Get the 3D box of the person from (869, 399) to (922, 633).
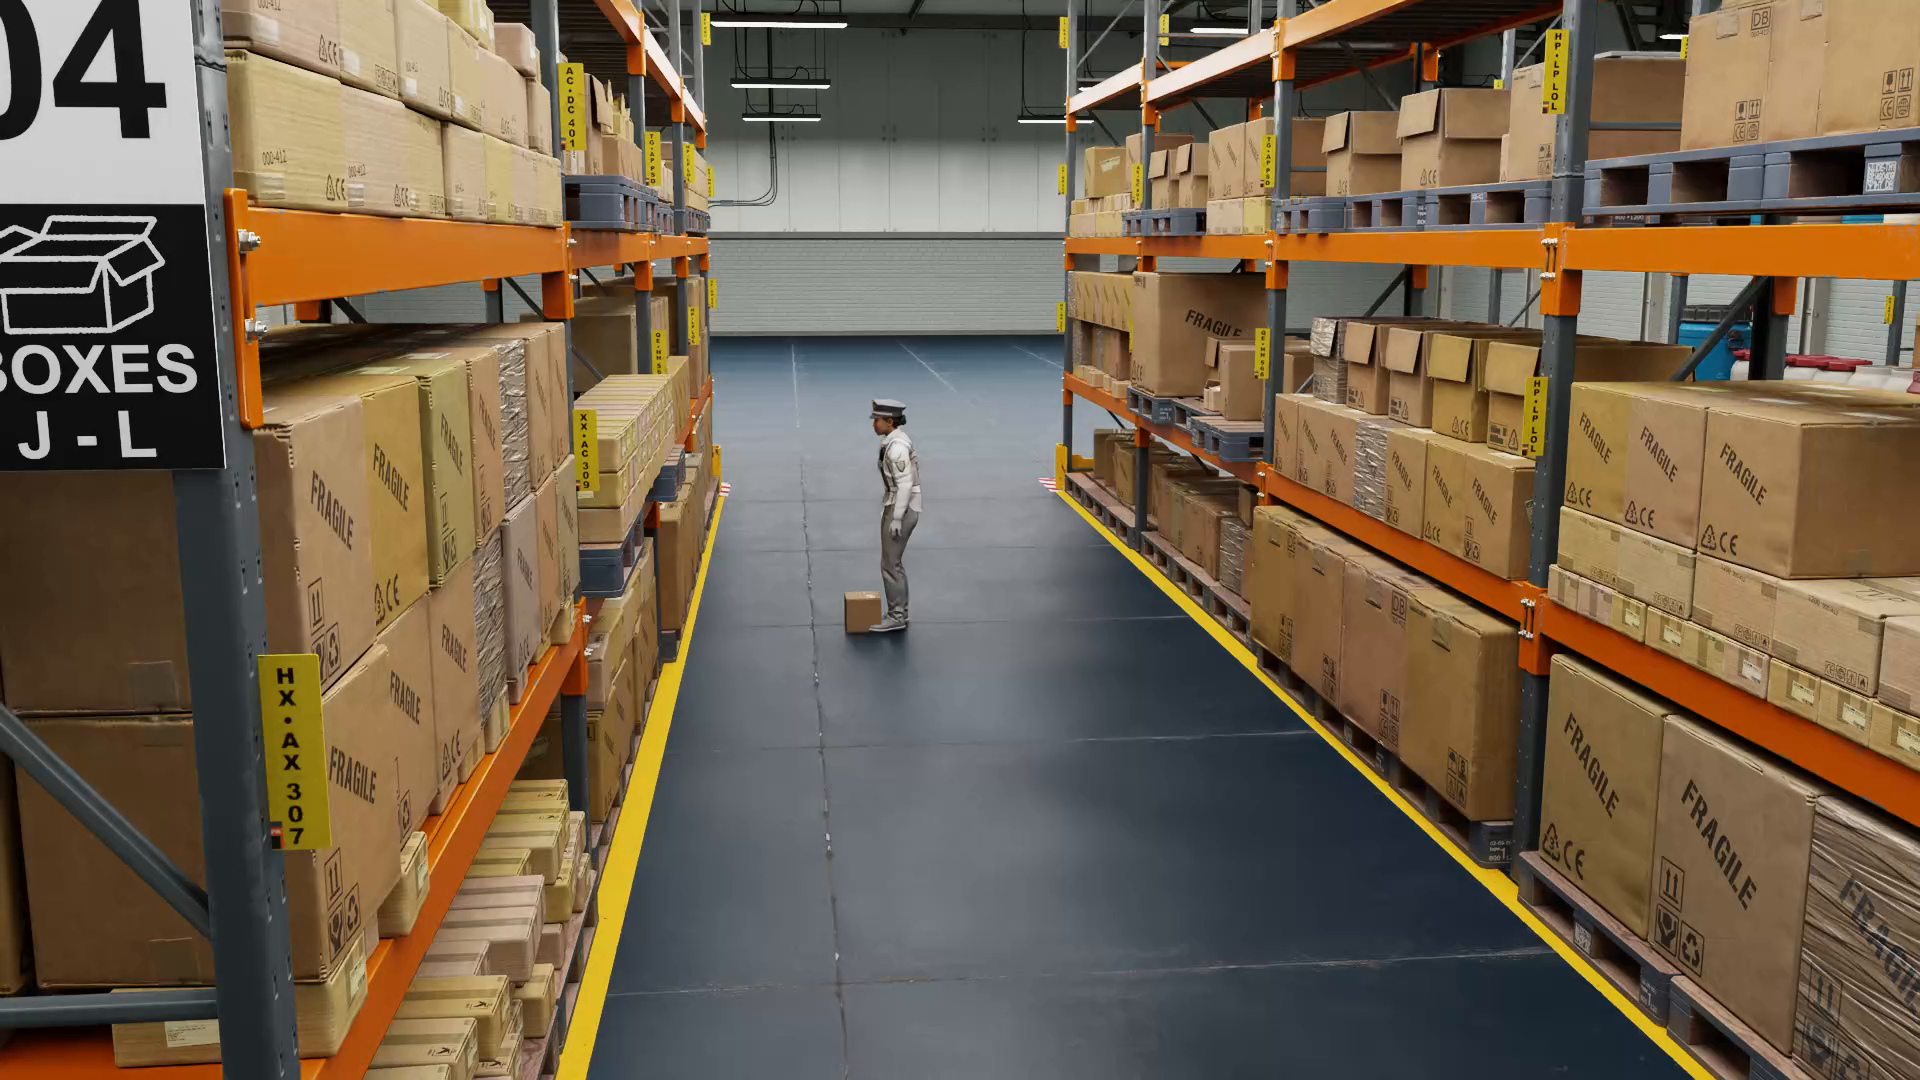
[{"bbox_3d":[-0.482,-0.181,11.903,0.412,1.665,0.547,-2,10,-9],"label":"person"}]
